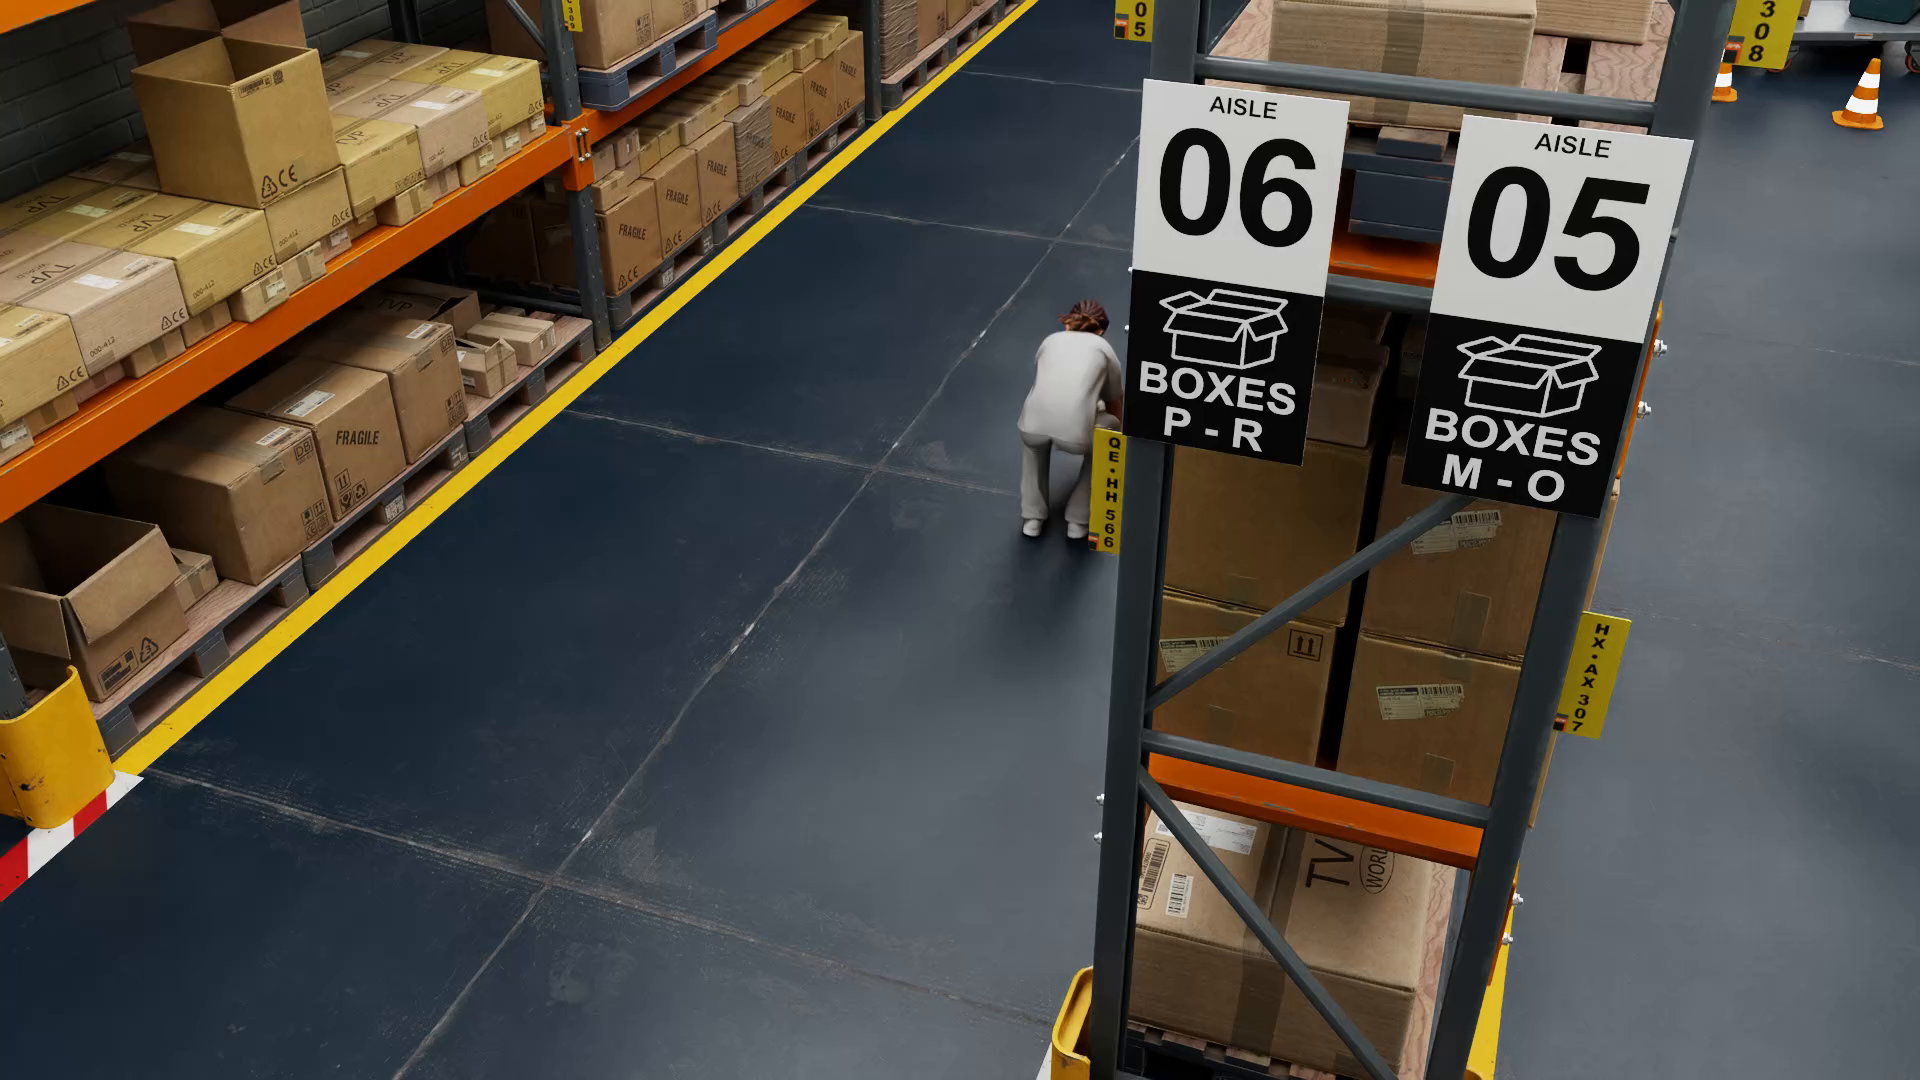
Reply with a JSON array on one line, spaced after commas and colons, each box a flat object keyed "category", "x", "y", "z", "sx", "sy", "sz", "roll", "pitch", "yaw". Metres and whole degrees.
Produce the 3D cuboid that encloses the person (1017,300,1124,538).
[{"category": "person", "x": 0.507, "y": -0.539, "z": 7.618, "sx": 0.468, "sy": 0.953, "sz": 0.851, "roll": 10, "pitch": 35, "yaw": 15}]
